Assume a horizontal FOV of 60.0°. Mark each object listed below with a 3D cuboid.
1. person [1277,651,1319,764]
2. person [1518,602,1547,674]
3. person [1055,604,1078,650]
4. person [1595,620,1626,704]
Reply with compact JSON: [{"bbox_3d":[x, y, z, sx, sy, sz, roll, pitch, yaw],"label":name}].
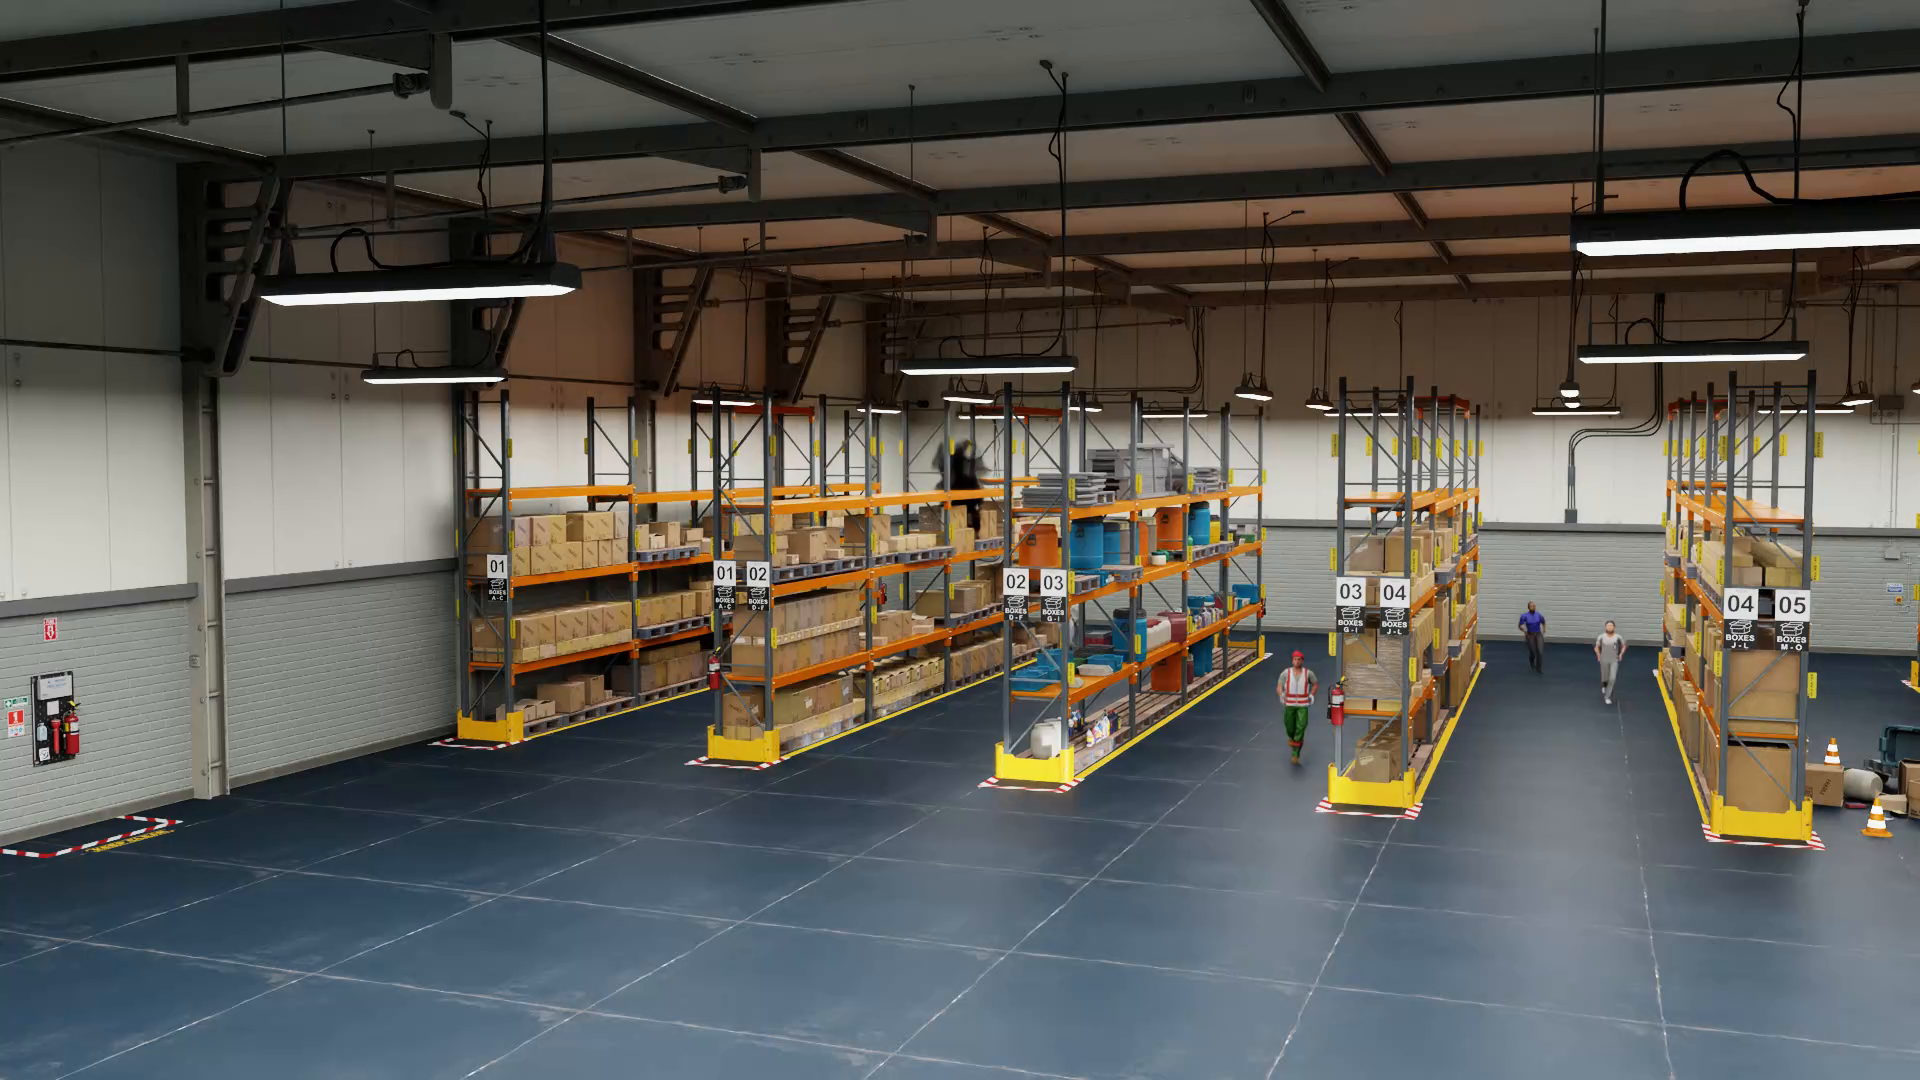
[{"bbox_3d":[5.410,2.657,26.658,0.654,1.759,0.814,1,3,12],"label":"person"},{"bbox_3d":[12.772,2.174,37.055,0.600,1.604,0.599,0,3,2],"label":"person"},{"bbox_3d":[2.319,1.914,36.239,0.632,1.646,0.617,1,3,22],"label":"person"},{"bbox_3d":[12.809,2.395,32.752,0.580,1.624,0.699,1,3,19],"label":"person"}]
